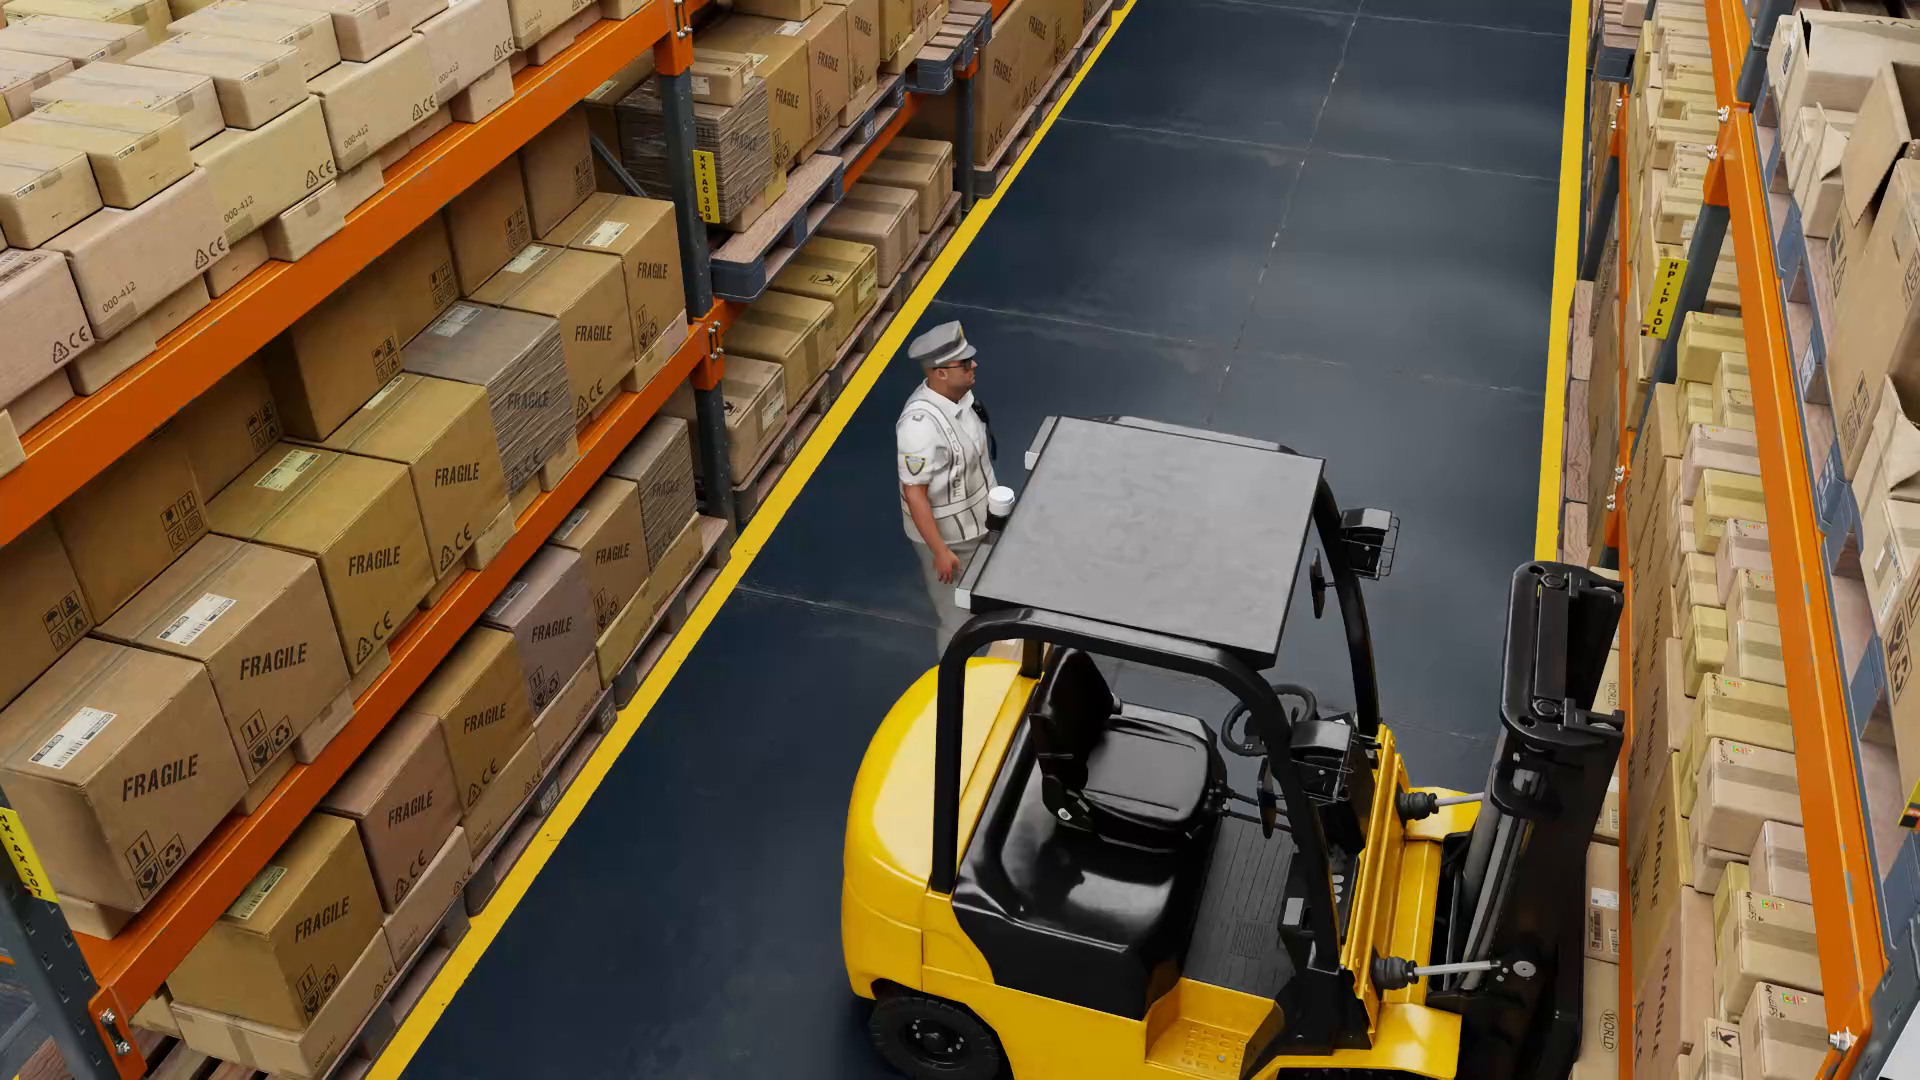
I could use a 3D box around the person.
[{"bbox_3d":[0.048,-0.073,6.942,0.573,1.782,0.641,11,38,14],"label":"person"}]
